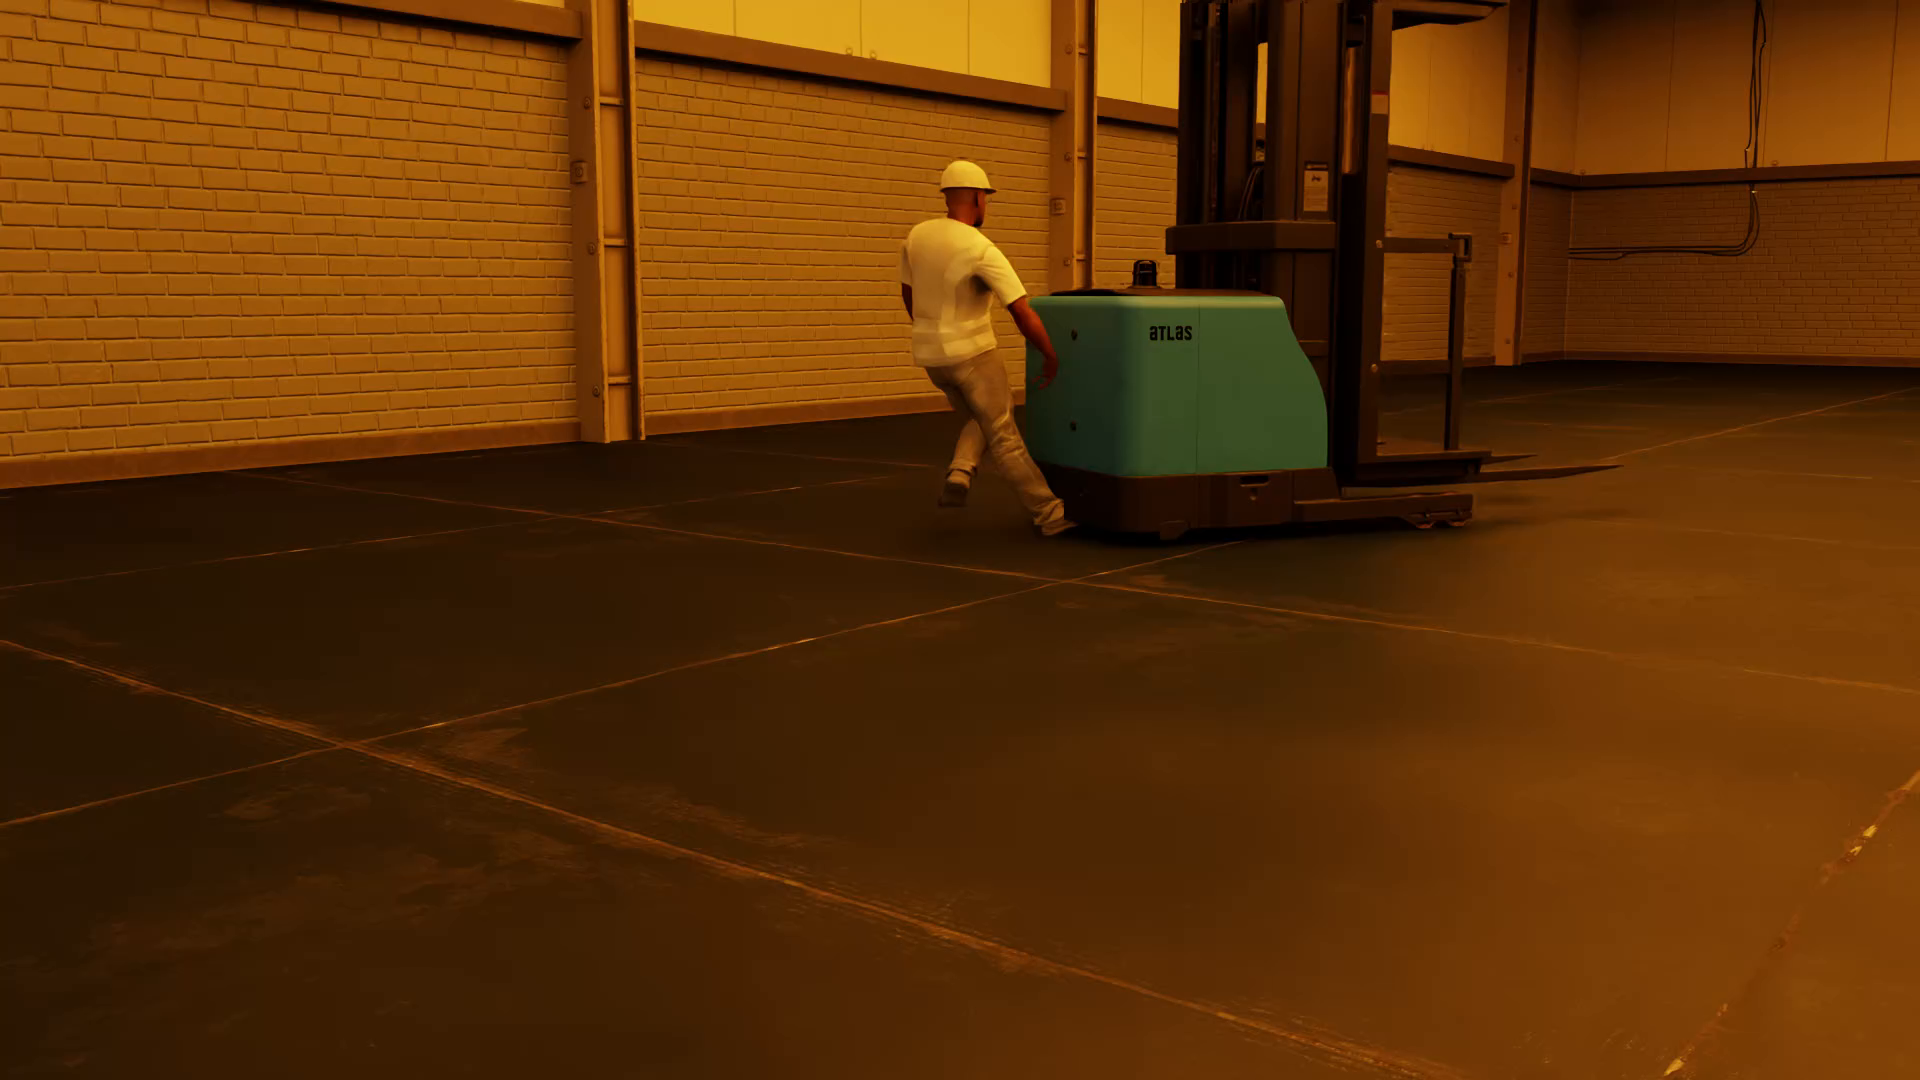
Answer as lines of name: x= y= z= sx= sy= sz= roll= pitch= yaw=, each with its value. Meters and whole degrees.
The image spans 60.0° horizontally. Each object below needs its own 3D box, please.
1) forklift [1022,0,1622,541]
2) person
forklift: x=1.858 y=-1.564 z=7.972 sx=3.031 sy=2.935 sz=1.130 roll=-4 pitch=9 yaw=-24
person: x=0.151 y=-0.877 z=7.649 sx=0.732 sy=1.679 sz=0.755 roll=-7 pitch=11 yaw=-38
